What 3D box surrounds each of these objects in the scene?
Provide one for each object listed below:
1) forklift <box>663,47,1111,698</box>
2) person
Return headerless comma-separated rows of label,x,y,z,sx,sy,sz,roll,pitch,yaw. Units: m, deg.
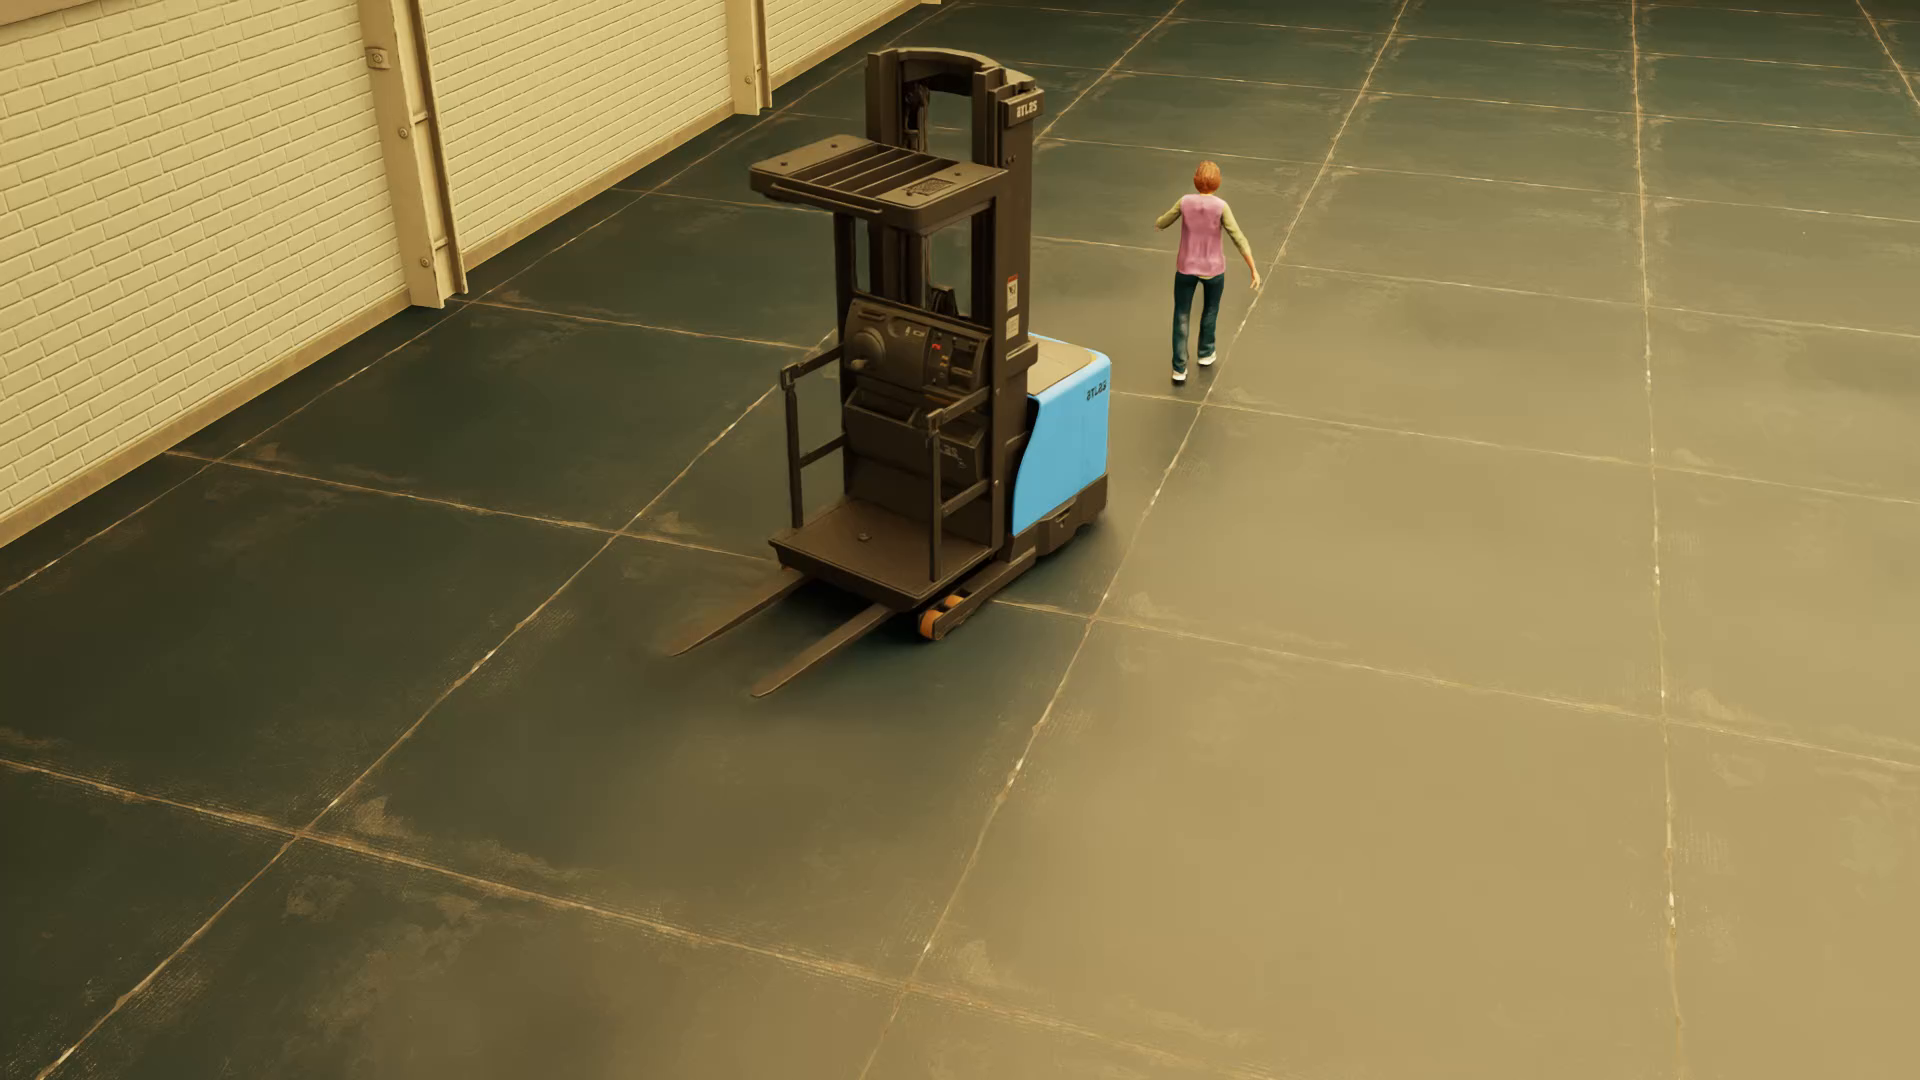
forklift,-0.373,-0.996,8.884,1.130,2.935,3.031,20,35,31
person,1.756,-1.939,11.933,0.822,1.573,0.708,7,31,13
